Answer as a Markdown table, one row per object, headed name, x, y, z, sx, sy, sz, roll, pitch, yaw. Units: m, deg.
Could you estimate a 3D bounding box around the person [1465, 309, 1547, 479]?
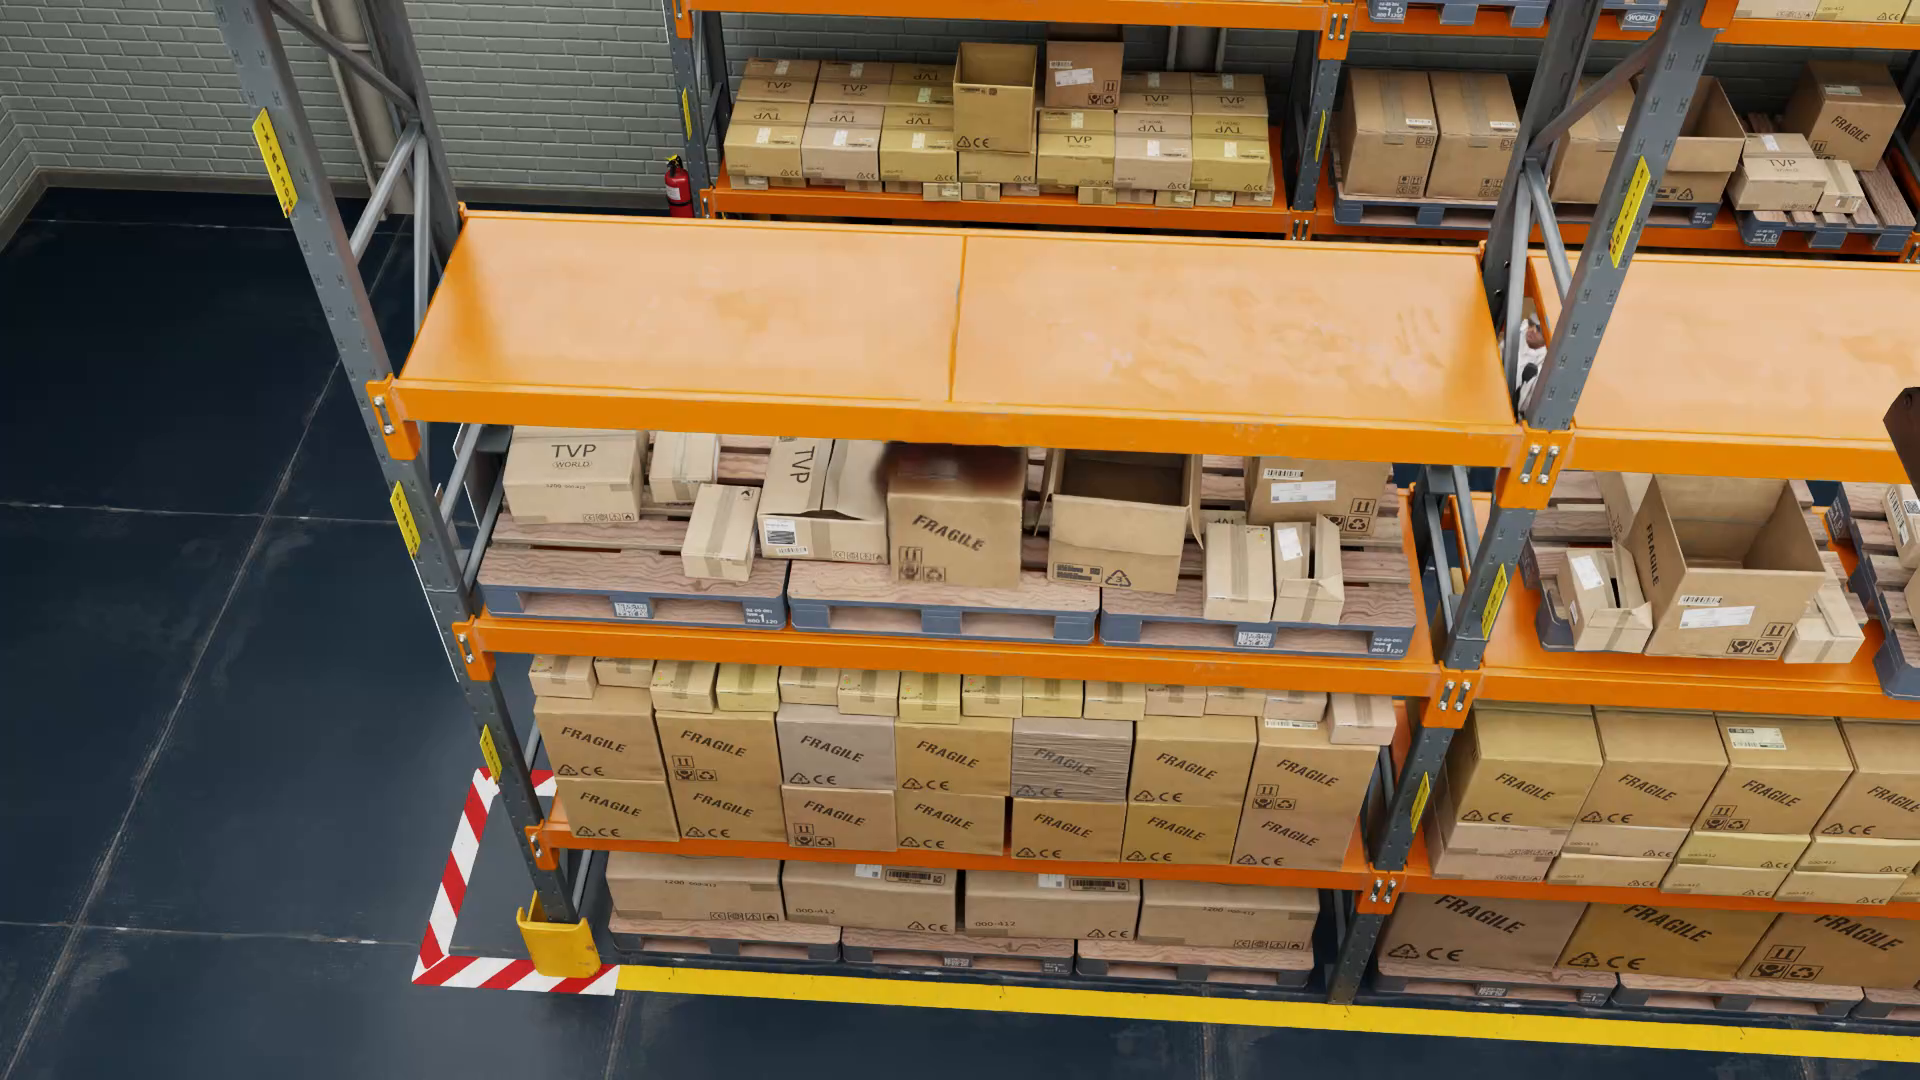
| name | x | y | z | sx | sy | sz | roll | pitch | yaw |
| --- | --- | --- | --- | --- | --- | --- | --- | --- | --- |
| person | 3.355 | -0.755 | 10.241 | 0.595 | 1.821 | 0.573 | -12 | 49 | -11 |
